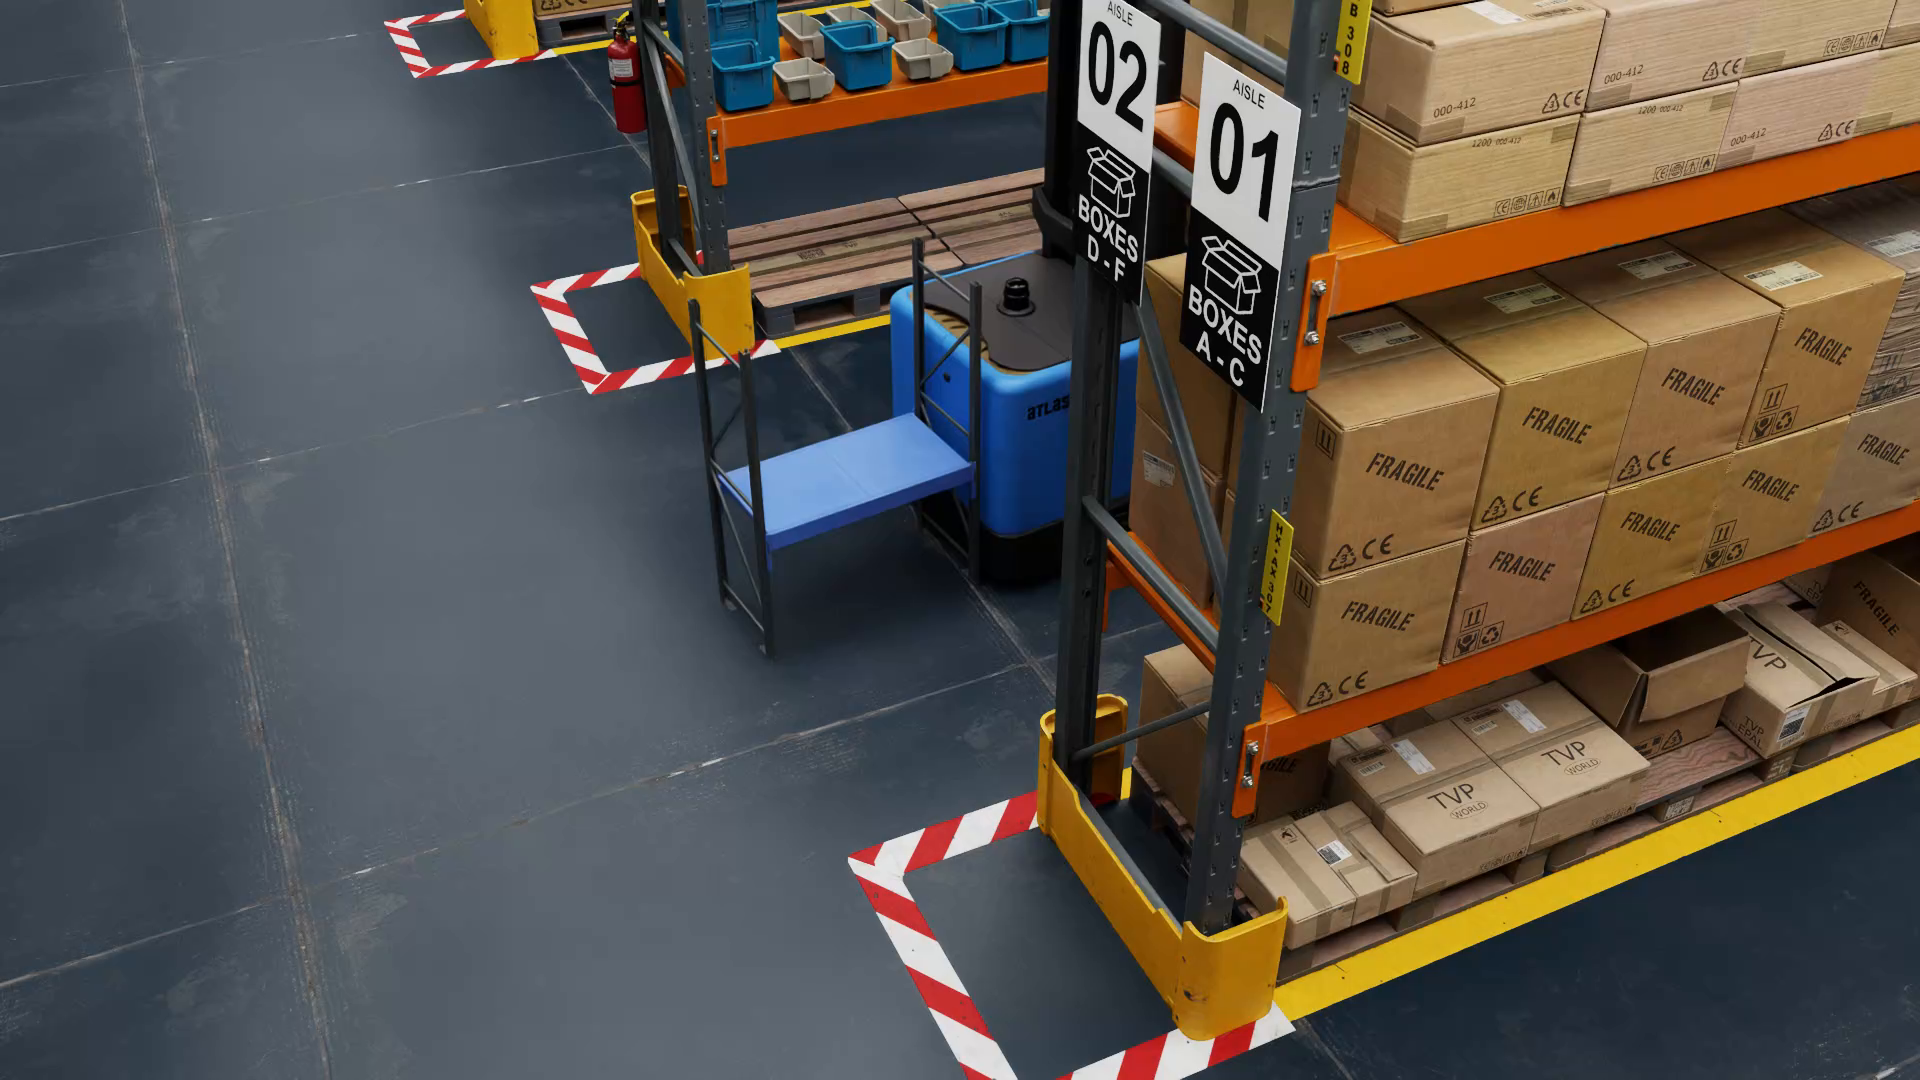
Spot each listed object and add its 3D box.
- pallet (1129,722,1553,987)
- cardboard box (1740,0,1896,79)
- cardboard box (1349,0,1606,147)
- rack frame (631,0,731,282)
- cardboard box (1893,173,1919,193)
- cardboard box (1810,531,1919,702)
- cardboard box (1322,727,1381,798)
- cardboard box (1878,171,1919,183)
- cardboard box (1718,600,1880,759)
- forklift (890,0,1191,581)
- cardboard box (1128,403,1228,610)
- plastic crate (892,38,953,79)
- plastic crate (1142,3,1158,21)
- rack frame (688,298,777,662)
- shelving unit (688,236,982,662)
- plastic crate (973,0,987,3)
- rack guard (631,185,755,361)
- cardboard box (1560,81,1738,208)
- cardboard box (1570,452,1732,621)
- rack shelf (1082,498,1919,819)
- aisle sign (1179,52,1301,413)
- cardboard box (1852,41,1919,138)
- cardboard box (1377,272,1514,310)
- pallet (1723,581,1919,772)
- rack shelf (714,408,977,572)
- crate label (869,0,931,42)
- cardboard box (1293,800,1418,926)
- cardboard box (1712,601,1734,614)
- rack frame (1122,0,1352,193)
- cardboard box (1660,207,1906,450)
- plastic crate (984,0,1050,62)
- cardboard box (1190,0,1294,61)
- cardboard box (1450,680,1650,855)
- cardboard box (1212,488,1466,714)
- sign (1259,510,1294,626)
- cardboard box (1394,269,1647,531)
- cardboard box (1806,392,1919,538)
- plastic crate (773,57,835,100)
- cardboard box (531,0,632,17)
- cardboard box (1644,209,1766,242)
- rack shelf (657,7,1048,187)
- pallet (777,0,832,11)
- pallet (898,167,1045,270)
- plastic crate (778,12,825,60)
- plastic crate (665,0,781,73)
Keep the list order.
[{"bbox_3d":[1.394,1.029,6.186,1.213,0.211,1.003,-16,39,-20],"label":"pallet"},{"bbox_3d":[2.085,-1.458,4.386,0.500,0.250,0.500,-16,39,-20],"label":"cardboard box"},{"bbox_3d":[1.180,-1.205,4.045,0.500,0.250,0.500,-16,39,-20],"label":"cardboard box"},{"bbox_3d":[-1.497,-2.542,8.660,0.127,3.000,1.000,-16,39,-20],"label":"rack frame"},{"bbox_3d":[3.415,-0.926,5.557,0.500,0.500,0.500,-16,40,-21],"label":"cardboard box"},{"bbox_3d":[3.830,0.242,6.635,0.500,0.500,0.500,-16,39,-20],"label":"cardboard box"},{"bbox_3d":[1.396,0.767,6.207,0.250,0.166,0.380,-16,39,-20],"label":"cardboard box"},{"bbox_3d":[3.212,-1.226,5.962,0.500,0.500,0.500,-17,40,-21],"label":"cardboard box"},{"bbox_3d":[3.151,0.508,6.435,0.500,0.311,0.500,-16,39,-20],"label":"cardboard box"},{"bbox_3d":[1.195,-1.654,7.519,3.031,2.935,1.130,-20,41,-25],"label":"forklift"},{"bbox_3d":[0.894,-0.170,5.378,0.500,0.500,0.500,-14,39,-19],"label":"cardboard box"},{"bbox_3d":[-0.194,-2.554,8.846,0.298,0.136,0.250,-16,39,-20],"label":"plastic crate"},{"bbox_3d":[1.225,-3.040,9.511,0.590,0.125,0.437,-16,39,-20],"label":"plastic crate"},{"bbox_3d":[-0.922,-0.216,6.782,0.032,1.500,0.500,-20,41,-25],"label":"rack frame"},{"bbox_3d":[-0.489,-0.375,6.997,1.048,1.500,0.538,-20,41,-25],"label":"shelving unit"},{"bbox_3d":[0.253,-3.157,9.579,0.300,0.233,0.416,-16,39,-20],"label":"plastic crate"},{"bbox_3d":[-1.513,-1.525,9.387,0.348,0.500,1.175,-16,39,-20],"label":"rack guard"},{"bbox_3d":[1.635,-1.127,4.360,0.500,0.250,0.500,-16,39,-20],"label":"cardboard box"},{"bbox_3d":[2.038,-0.139,5.336,0.500,0.500,0.500,-16,39,-20],"label":"cardboard box"},{"bbox_3d":[2.415,-0.087,5.954,4.000,0.370,1.077,-16,39,-20],"label":"rack shelf"},{"bbox_3d":[0.667,-0.739,4.046,0.004,0.787,0.394,-16,39,-20],"label":"aisle sign"},{"bbox_3d":[2.537,-1.385,4.707,0.500,0.250,0.500,-16,39,-20],"label":"cardboard box"},{"bbox_3d":[1.347,-0.701,5.254,0.500,0.500,0.500,-15,39,-19],"label":"cardboard box"},{"bbox_3d":[3.603,0.411,7.019,1.213,0.211,1.003,-16,39,-20],"label":"pallet"},{"bbox_3d":[-0.489,-0.231,7.104,1.000,0.185,0.538,-20,41,-25],"label":"rack shelf"},{"bbox_3d":[-0.326,-2.914,9.331,0.243,0.136,0.396,-16,39,-20],"label":"crate label"},{"bbox_3d":[1.355,1.107,5.748,0.250,0.166,0.380,-16,39,-20],"label":"cardboard box"},{"bbox_3d":[2.974,0.293,6.846,0.250,0.166,0.380,-16,39,-20],"label":"cardboard box"},{"bbox_3d":[0.604,-2.280,3.270,0.127,3.000,1.000,-16,39,-20],"label":"rack frame"},{"bbox_3d":[2.502,-0.671,5.214,0.500,0.500,0.500,-16,39,-20],"label":"cardboard box"},{"bbox_3d":[0.330,-2.793,9.088,0.300,0.233,0.416,-16,39,-20],"label":"plastic crate"},{"bbox_3d":[0.961,-1.483,4.420,0.500,0.250,0.500,-16,39,-20],"label":"cardboard box"},{"bbox_3d":[2.122,0.820,6.065,0.500,0.250,0.500,-16,39,-20],"label":"cardboard box"},{"bbox_3d":[1.118,0.120,4.987,0.500,0.500,0.500,-15,39,-19],"label":"cardboard box"},{"bbox_3d":[0.835,0.075,4.404,0.005,0.325,0.100,-16,39,-20],"label":"sign"},{"bbox_3d":[1.588,-0.418,4.873,0.500,0.500,0.500,-15,39,-19],"label":"cardboard box"},{"bbox_3d":[2.951,-0.395,5.681,0.500,0.500,0.500,-15,39,-19],"label":"cardboard box"},{"bbox_3d":[-0.808,-2.382,8.614,0.298,0.136,0.250,-16,39,-20],"label":"plastic crate"},{"bbox_3d":[-3.056,-4.734,13.045,0.875,0.875,0.875,-16,39,-20],"label":"cardboard box"},{"bbox_3d":[2.279,-0.965,5.610,0.500,0.500,0.500,-14,39,-19],"label":"cardboard box"},{"bbox_3d":[0.313,-2.760,9.556,4.000,0.370,1.077,-16,39,-20],"label":"rack shelf"},{"bbox_3d":[-1.808,-4.644,13.835,1.213,0.211,1.003,-16,39,-20],"label":"pallet"},{"bbox_3d":[0.369,-1.917,10.157,1.213,0.211,1.003,-16,39,-20],"label":"pallet"},{"bbox_3d":[-0.836,-2.764,9.130,0.243,0.136,0.396,-16,39,-20],"label":"plastic crate"},{"bbox_3d":[-1.273,-2.766,8.881,0.499,0.435,0.616,-16,39,-20],"label":"plastic crate"}]
